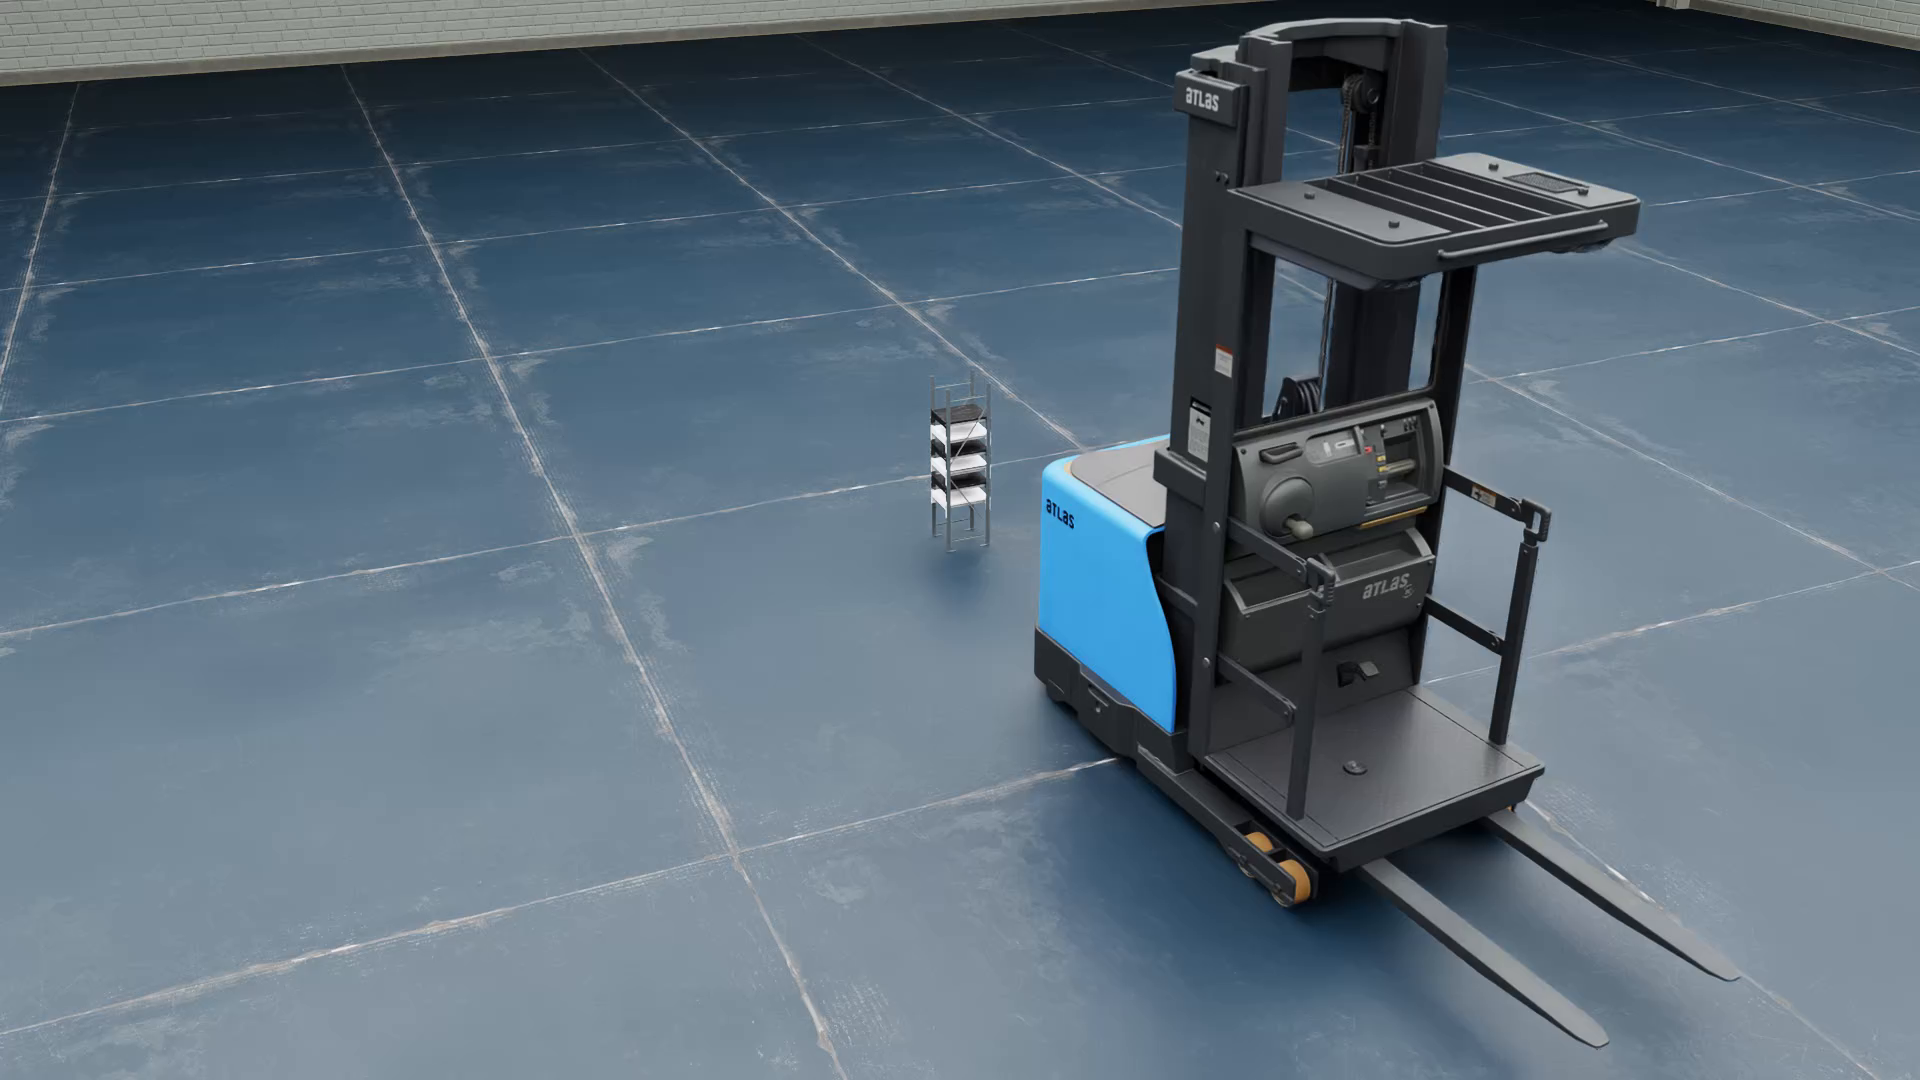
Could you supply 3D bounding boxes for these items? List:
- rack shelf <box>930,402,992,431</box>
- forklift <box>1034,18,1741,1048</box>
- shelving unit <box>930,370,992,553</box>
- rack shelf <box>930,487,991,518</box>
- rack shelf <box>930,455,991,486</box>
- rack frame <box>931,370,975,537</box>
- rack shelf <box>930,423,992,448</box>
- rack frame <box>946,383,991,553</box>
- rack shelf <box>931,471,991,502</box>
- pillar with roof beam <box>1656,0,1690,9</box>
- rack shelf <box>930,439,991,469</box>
[{"bbox_3d":[0.003,-0.614,8.442,0.258,0.077,0.200,-11,28,-21],"label":"rack shelf"},{"bbox_3d":[1.490,-0.218,5.857,1.130,2.935,3.031,-14,29,-26],"label":"forklift"},{"bbox_3d":[0.003,-0.401,8.546,0.258,0.900,0.210,-11,28,-21],"label":"shelving unit"},{"bbox_3d":[0.003,-0.209,8.639,0.258,0.077,0.200,-11,28,-21],"label":"rack shelf"},{"bbox_3d":[0.003,-0.371,8.560,0.258,0.077,0.200,-11,28,-21],"label":"rack shelf"},{"bbox_3d":[-0.037,-0.442,8.630,0.240,0.900,0.006,-11,28,-21],"label":"rack frame"},{"bbox_3d":[0.003,-0.533,8.481,0.258,0.077,0.200,-11,28,-21],"label":"rack shelf"},{"bbox_3d":[0.043,-0.360,8.462,0.240,0.900,0.006,-11,28,-21],"label":"rack frame"},{"bbox_3d":[0.003,-0.290,8.600,0.258,0.077,0.200,-11,28,-21],"label":"rack shelf"},{"bbox_3d":[6.957,-11.467,21.979,9.100,9.000,0.400,-11,28,-21],"label":"pillar with roof beam"},{"bbox_3d":[0.003,-0.452,8.521,0.258,0.077,0.200,-11,28,-21],"label":"rack shelf"}]
